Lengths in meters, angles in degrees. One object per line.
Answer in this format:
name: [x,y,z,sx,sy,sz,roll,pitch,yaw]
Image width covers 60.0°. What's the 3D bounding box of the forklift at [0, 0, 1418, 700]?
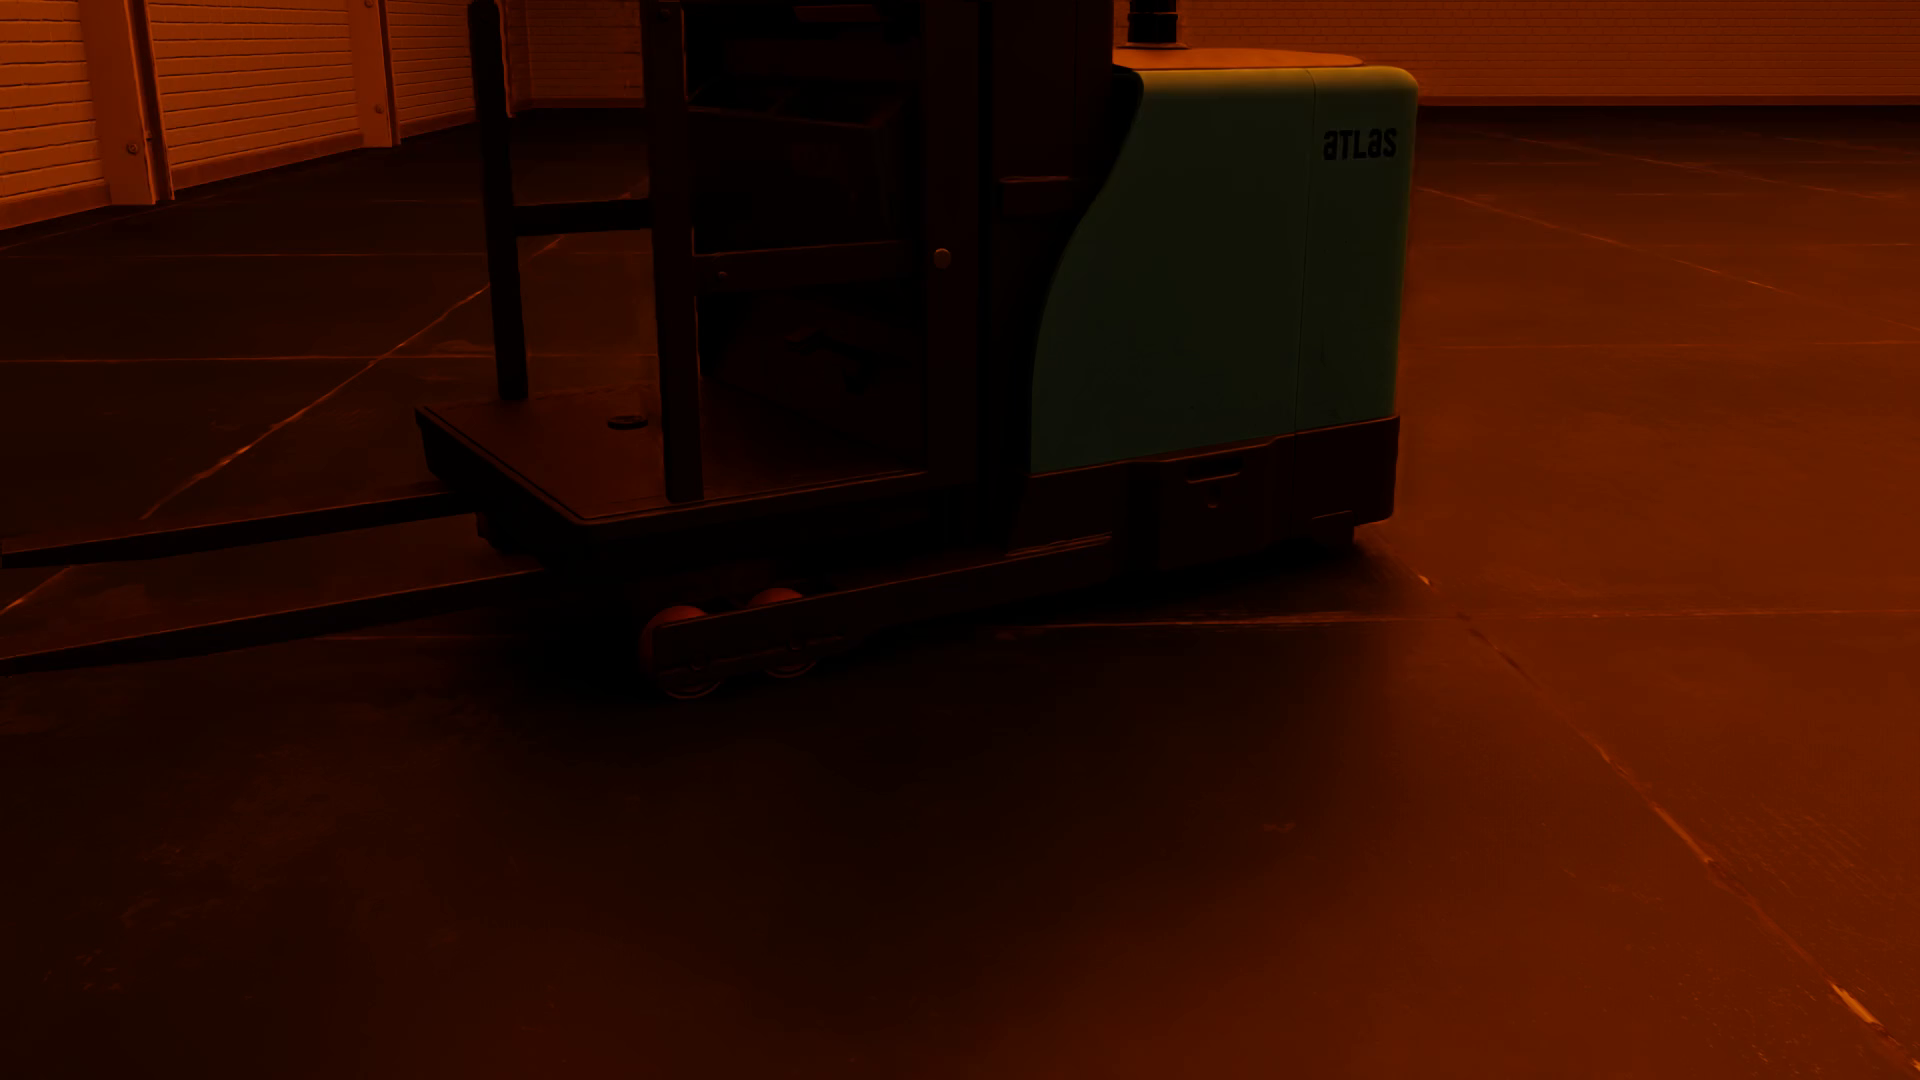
forklift: [-0.515,-1.291,3.129,3.031,2.935,1.130,-10,20,-30]
